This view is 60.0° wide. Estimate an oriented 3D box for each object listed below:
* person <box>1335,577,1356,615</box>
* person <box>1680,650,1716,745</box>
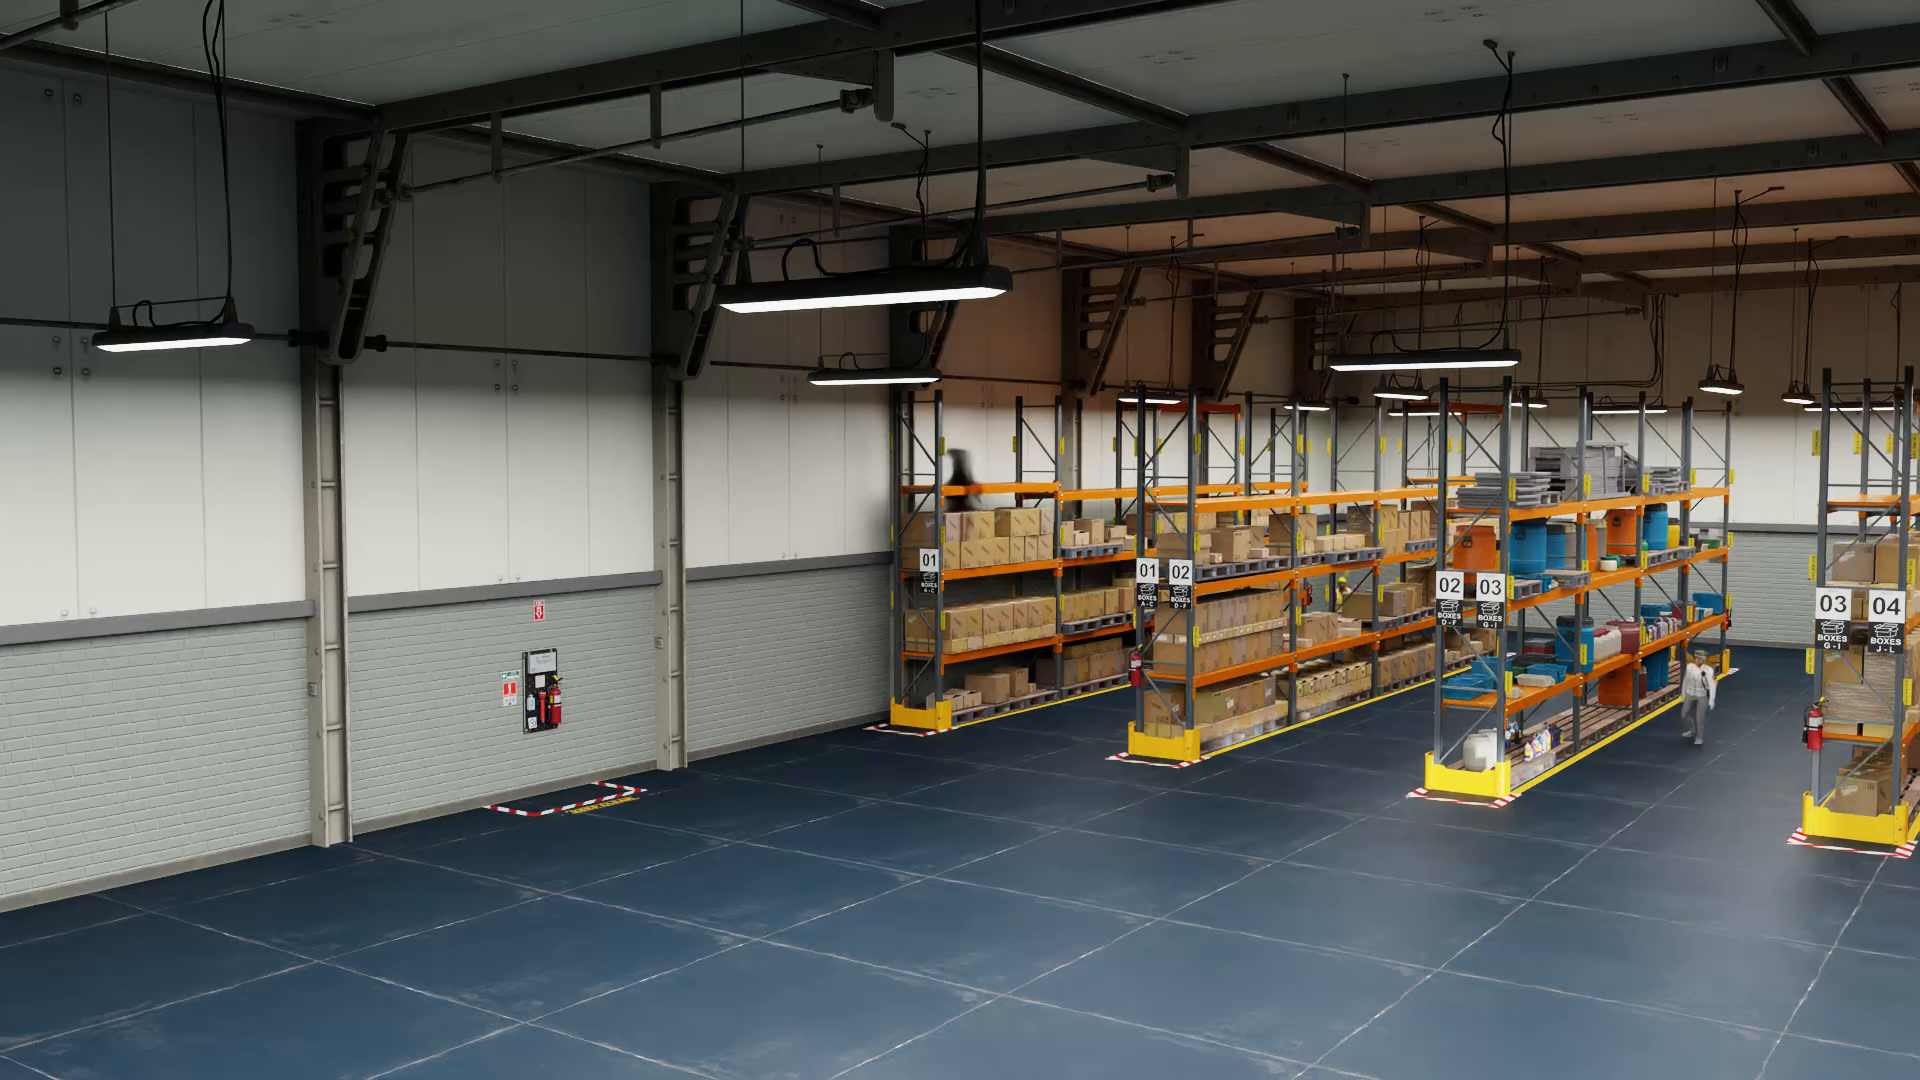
[{"bbox_3d":[9.548,1.811,41.400,0.646,1.777,0.683,2,4,26],"label":"person"},{"bbox_3d":[12.356,2.627,27.845,0.639,1.617,0.583,3,4,43],"label":"person"}]
